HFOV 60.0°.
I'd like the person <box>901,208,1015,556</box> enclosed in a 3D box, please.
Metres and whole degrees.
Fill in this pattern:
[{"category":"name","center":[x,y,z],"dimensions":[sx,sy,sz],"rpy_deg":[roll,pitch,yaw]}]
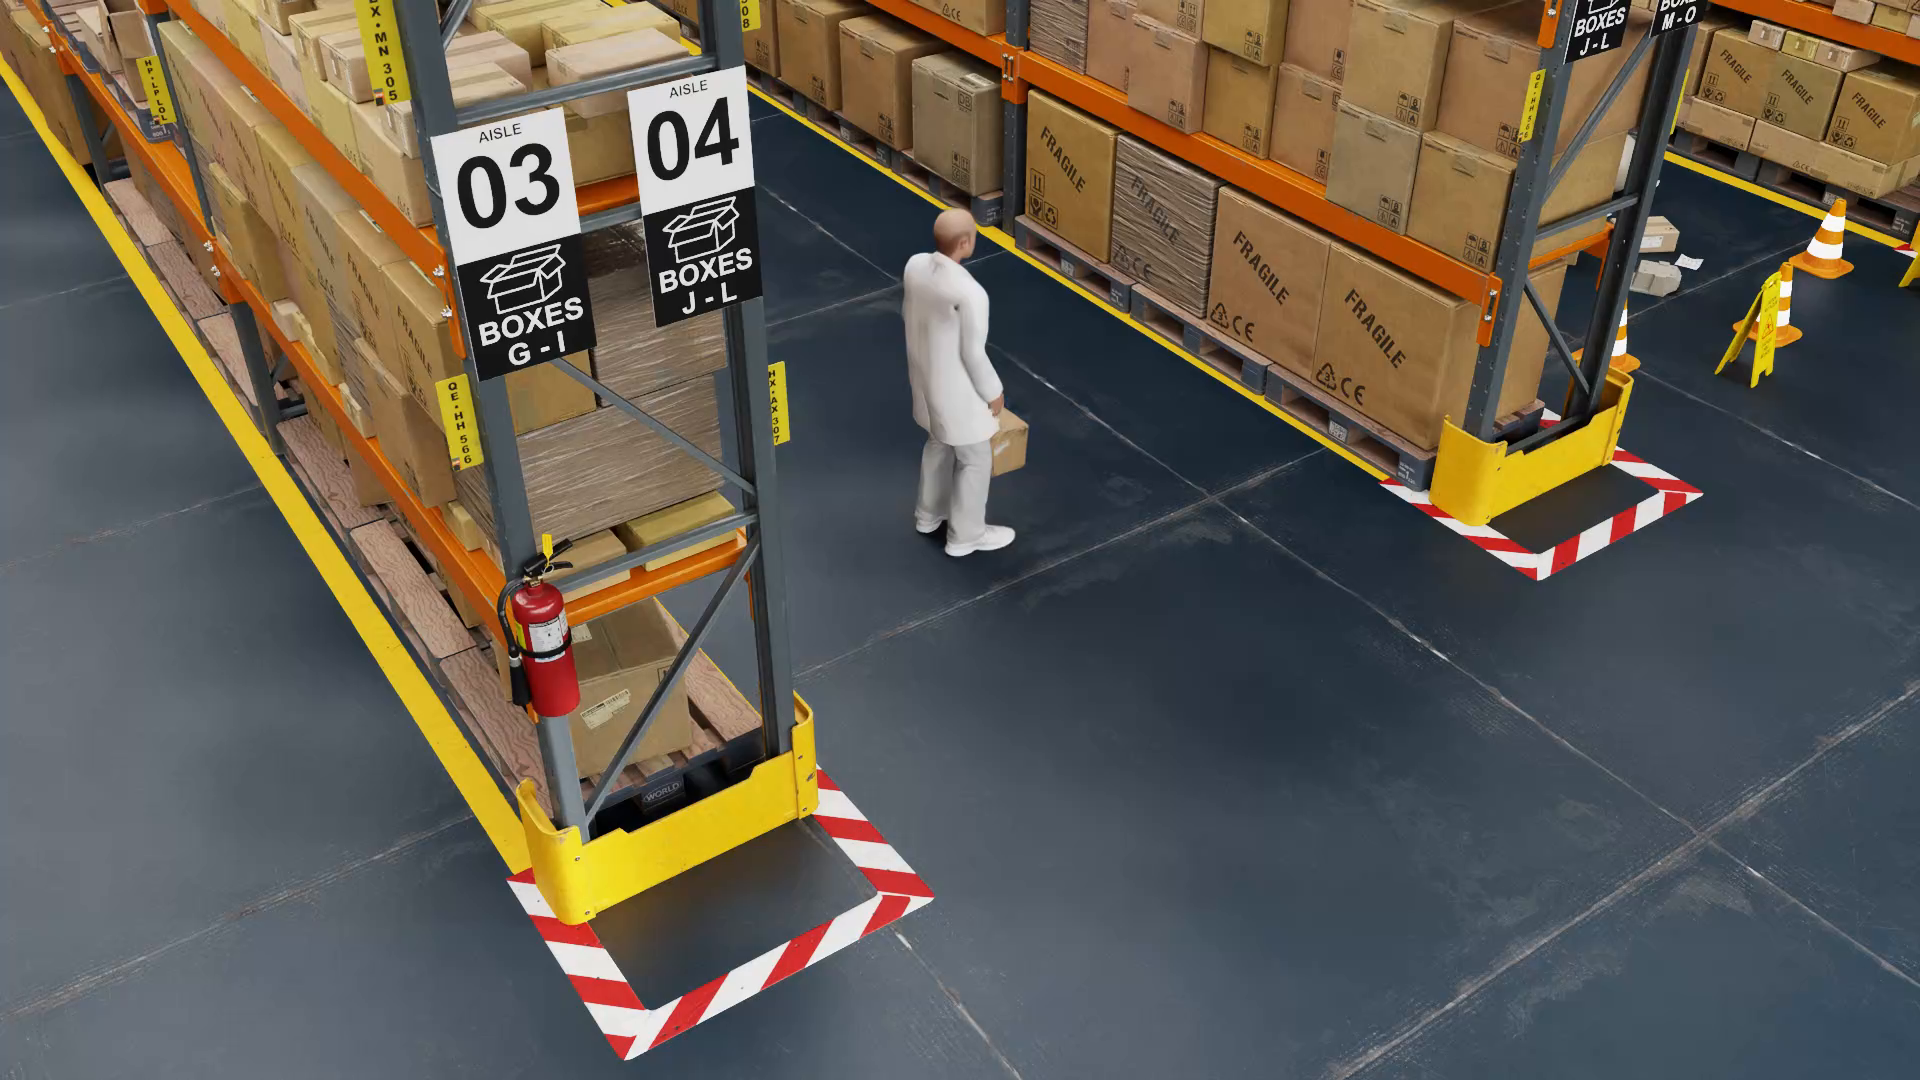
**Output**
[{"category":"person","center":[-0.034,-0.768,8.077],"dimensions":[0.424,1.777,0.594],"rpy_deg":[-23,42,-29]}]
